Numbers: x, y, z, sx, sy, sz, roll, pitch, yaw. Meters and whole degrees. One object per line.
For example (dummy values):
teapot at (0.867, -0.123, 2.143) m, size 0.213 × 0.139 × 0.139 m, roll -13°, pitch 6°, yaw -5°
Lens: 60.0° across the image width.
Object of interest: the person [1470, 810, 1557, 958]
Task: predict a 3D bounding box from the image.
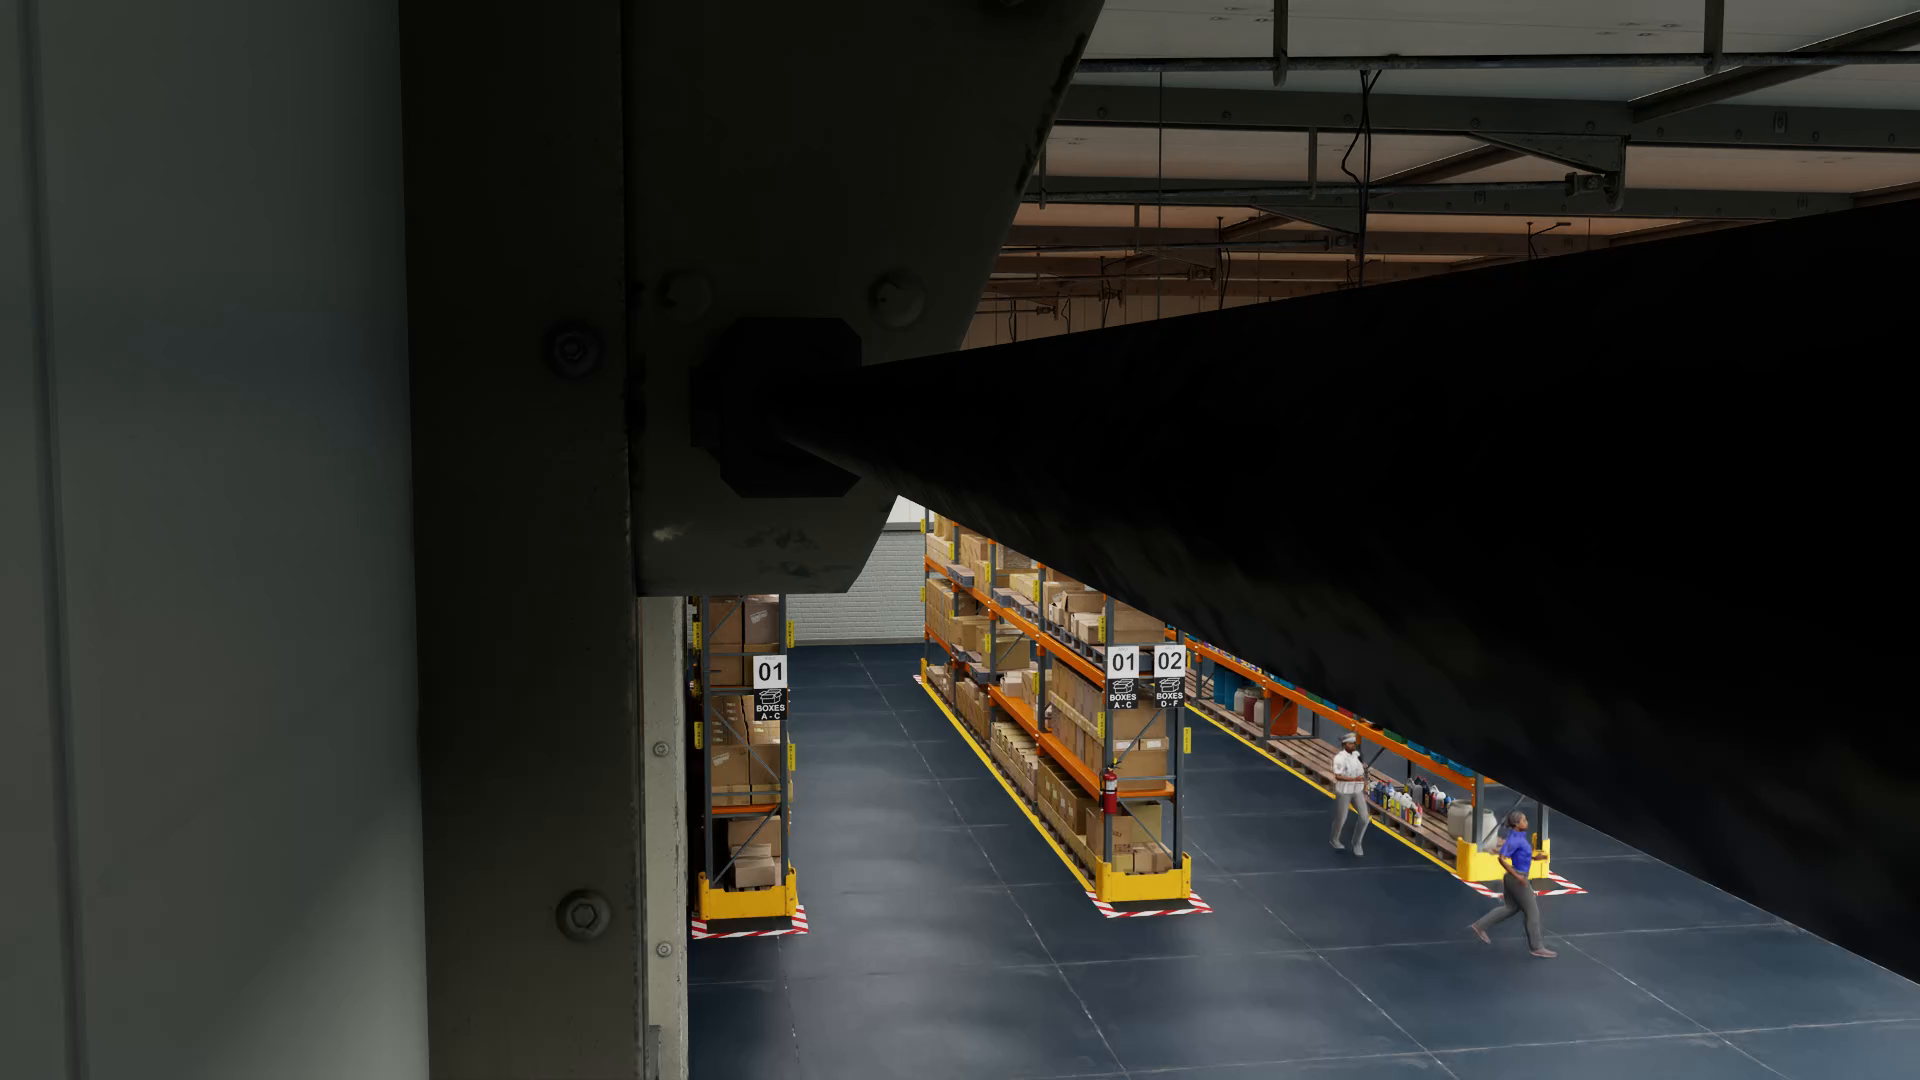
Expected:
person at (6.245, 3.848, 18.699) m, size 0.931 × 1.634 × 0.581 m, roll 1°, pitch 5°, yaw 12°

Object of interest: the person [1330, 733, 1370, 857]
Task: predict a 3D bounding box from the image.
person at (5.358, 3.486, 22.810) m, size 0.541 × 1.735 × 0.718 m, roll -2°, pitch 5°, yaw -19°
